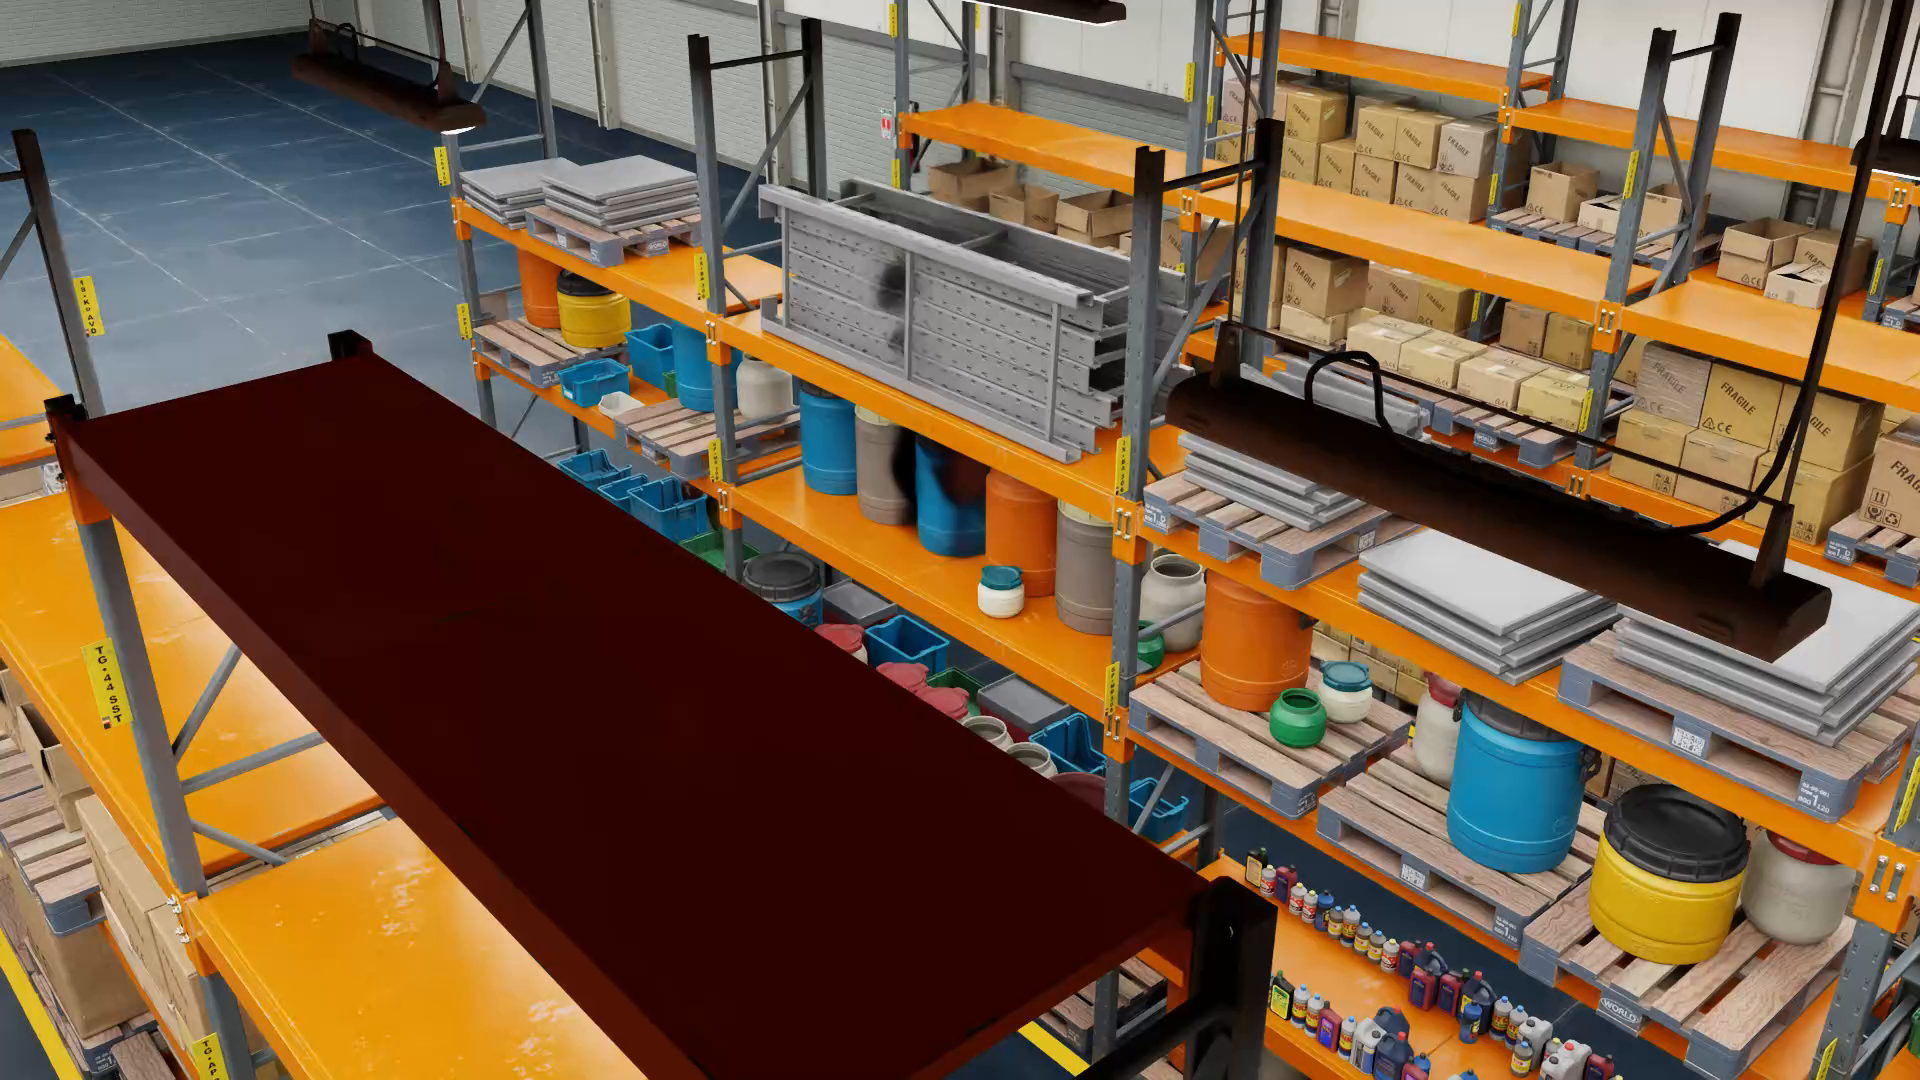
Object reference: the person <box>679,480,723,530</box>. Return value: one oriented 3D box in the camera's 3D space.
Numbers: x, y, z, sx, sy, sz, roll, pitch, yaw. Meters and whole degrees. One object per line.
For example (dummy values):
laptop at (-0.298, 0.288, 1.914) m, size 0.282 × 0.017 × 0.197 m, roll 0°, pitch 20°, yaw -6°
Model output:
person at (-2.578, -0.552, 16.729) m, size 0.898 × 1.818 × 0.725 m, roll 23°, pitch 35°, yaw 38°

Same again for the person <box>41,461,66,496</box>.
person at (-8.834, -0.391, 16.580) m, size 0.617 × 1.634 × 0.633 m, roll -2°, pitch 27°, yaw -3°
